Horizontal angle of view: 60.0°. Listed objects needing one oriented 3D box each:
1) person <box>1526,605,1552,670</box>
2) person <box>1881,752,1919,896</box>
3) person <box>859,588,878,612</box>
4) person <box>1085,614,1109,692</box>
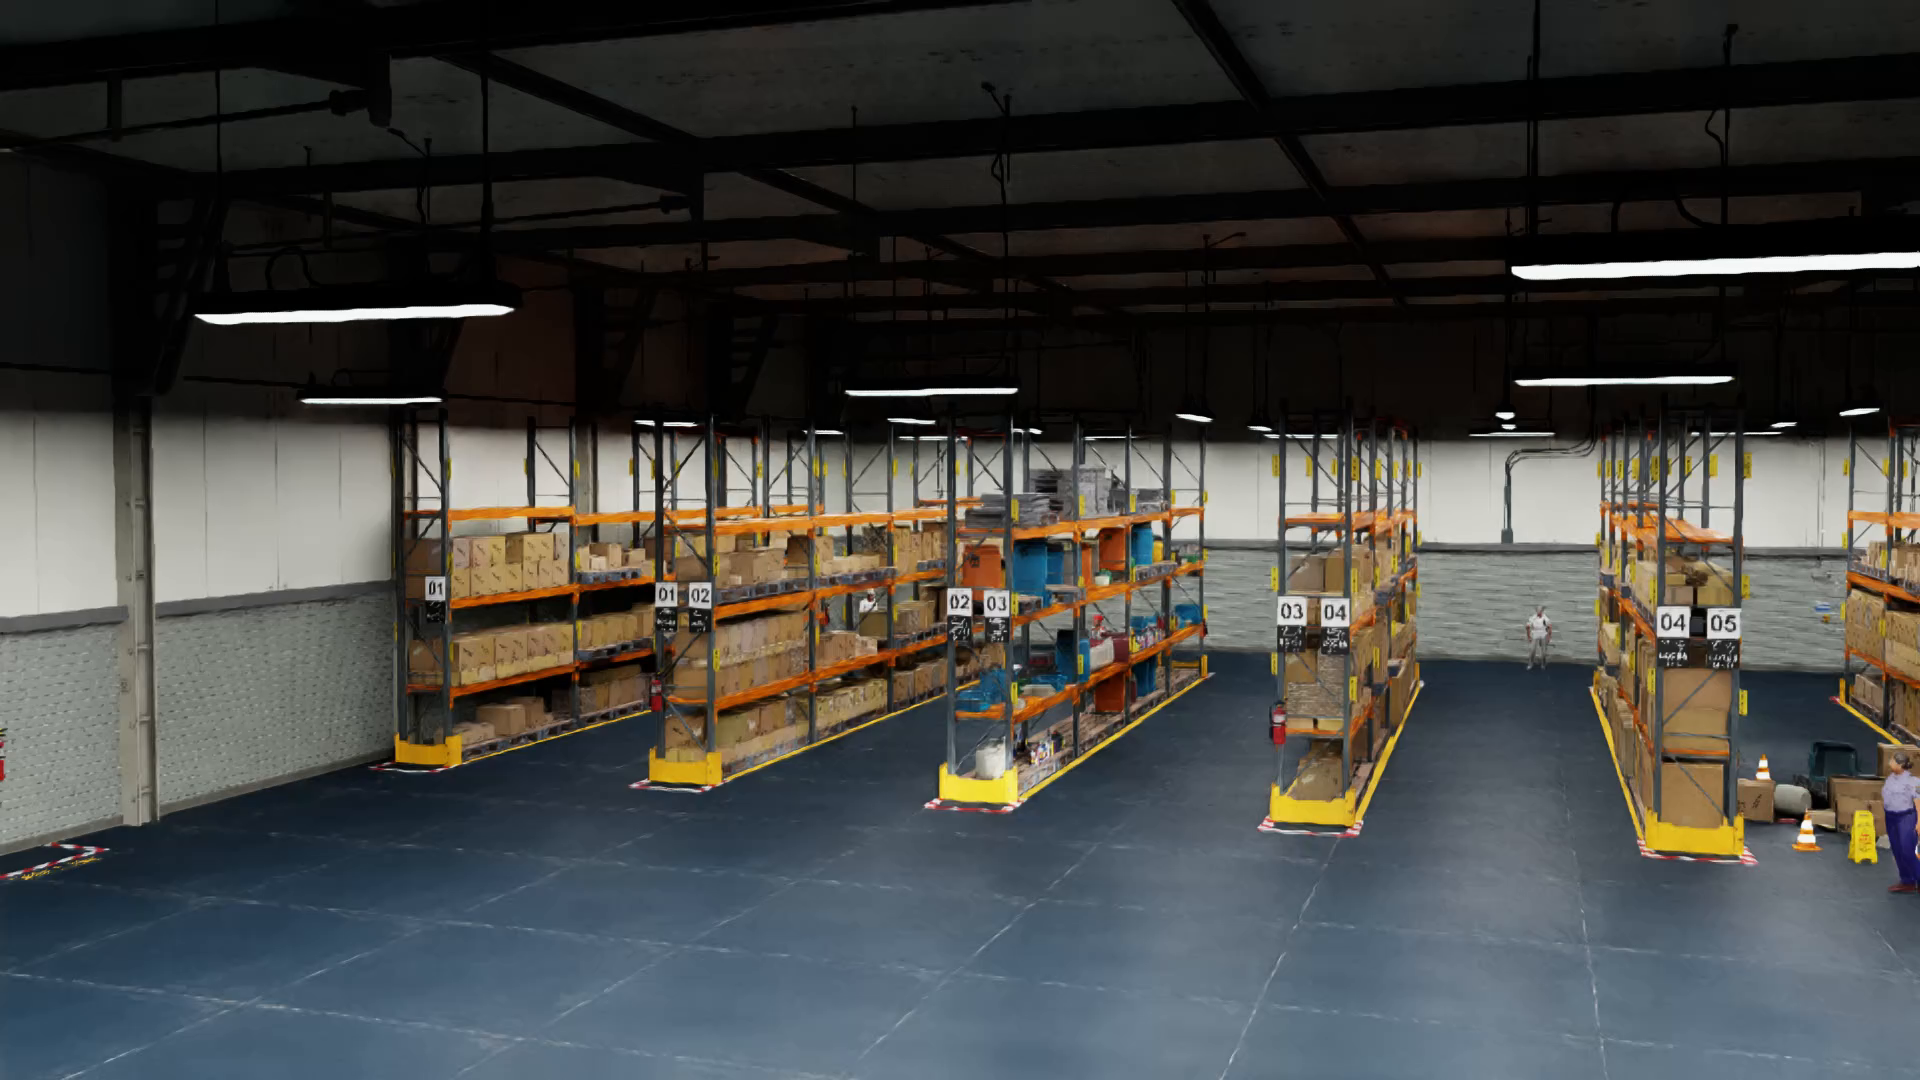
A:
[{"bbox_3d":[14.424,2.420,41.442,0.592,1.629,0.526,1,3,16],"label":"person"},{"bbox_3d":[11.146,3.337,19.594,0.402,1.630,0.602,0,2,-11],"label":"person"},{"bbox_3d":[-2.573,2.190,45.206,0.735,1.762,0.489,-1,3,-24],"label":"person"},{"bbox_3d":[3.155,2.529,37.435,0.550,1.762,0.947,2,3,37],"label":"person"}]
